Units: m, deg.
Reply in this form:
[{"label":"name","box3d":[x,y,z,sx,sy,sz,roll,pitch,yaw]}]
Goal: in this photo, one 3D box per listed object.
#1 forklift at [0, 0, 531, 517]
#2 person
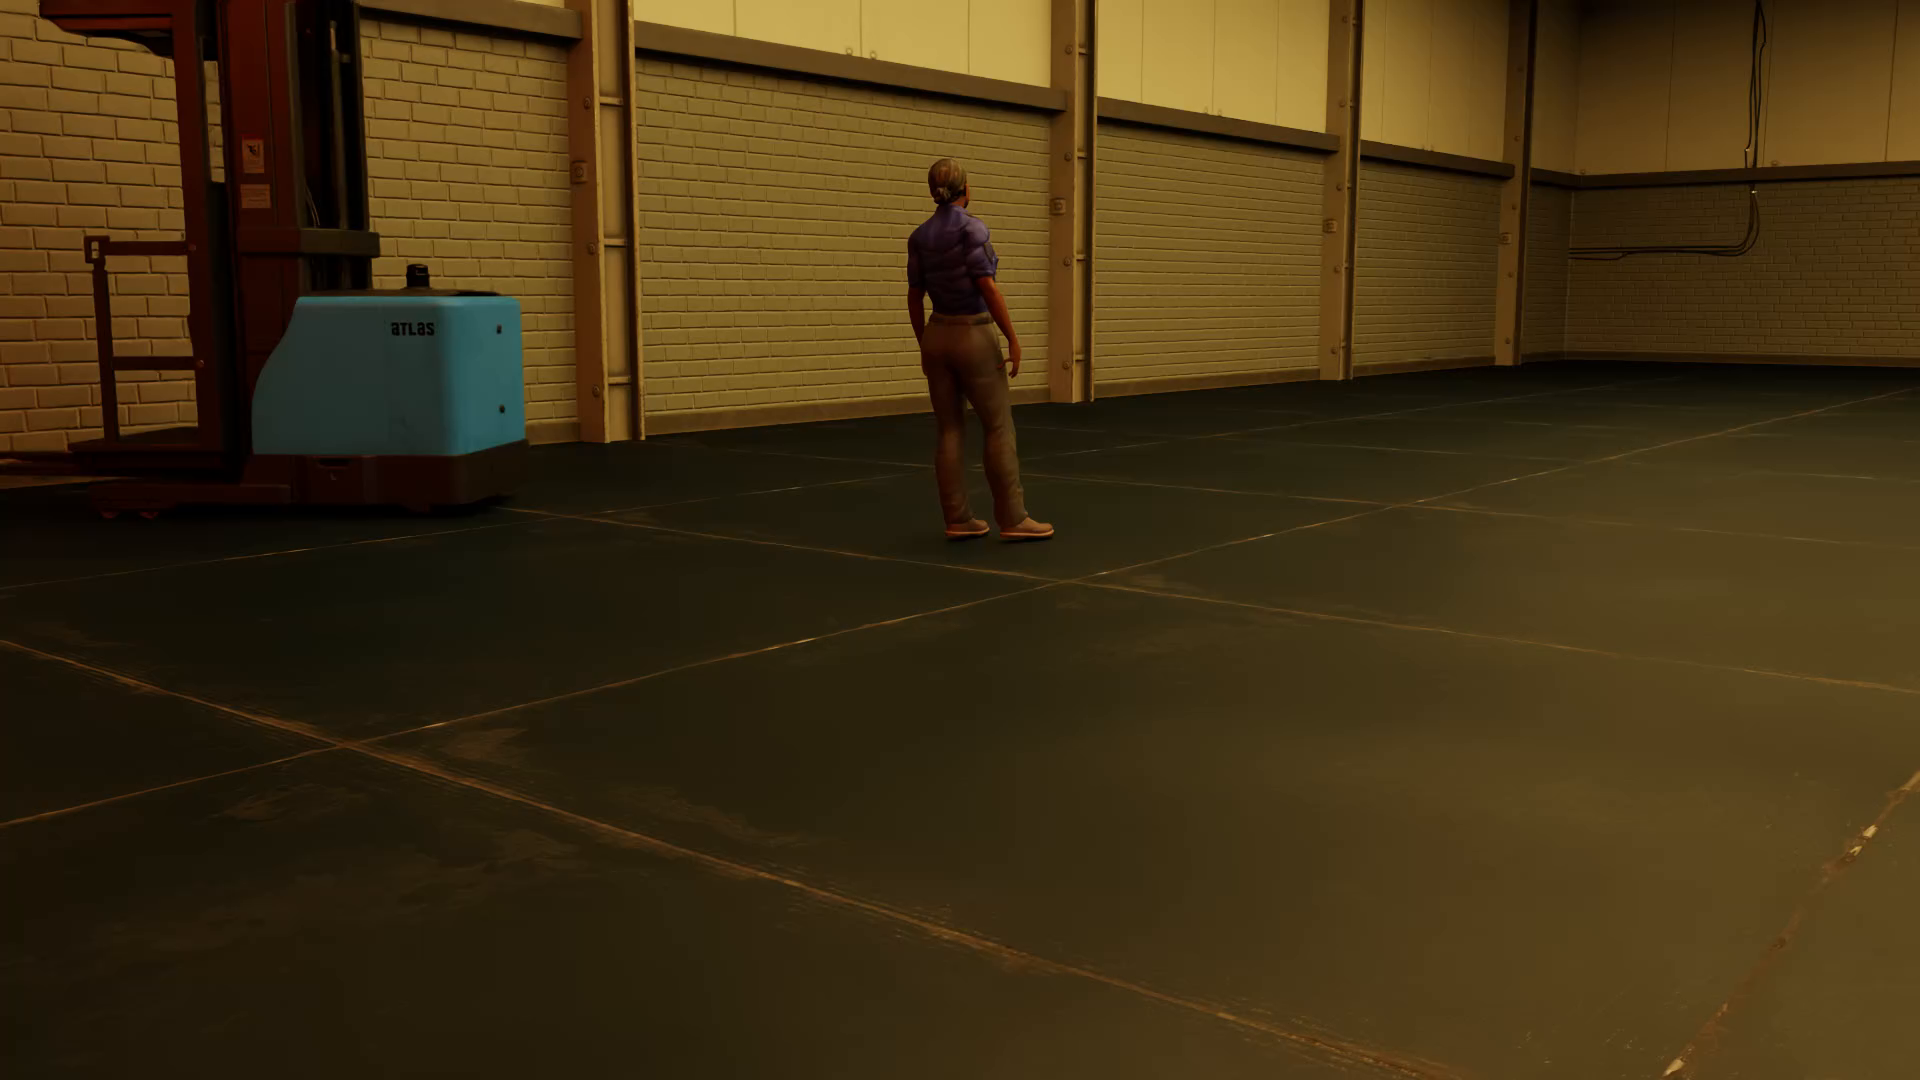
[{"label":"forklift","box3d":[-3.867,-1.639,8.484,3.031,2.935,1.130,1,8,4]},{"label":"person","box3d":[0.071,-0.834,7.339,0.569,1.654,0.504,7,11,38]}]
